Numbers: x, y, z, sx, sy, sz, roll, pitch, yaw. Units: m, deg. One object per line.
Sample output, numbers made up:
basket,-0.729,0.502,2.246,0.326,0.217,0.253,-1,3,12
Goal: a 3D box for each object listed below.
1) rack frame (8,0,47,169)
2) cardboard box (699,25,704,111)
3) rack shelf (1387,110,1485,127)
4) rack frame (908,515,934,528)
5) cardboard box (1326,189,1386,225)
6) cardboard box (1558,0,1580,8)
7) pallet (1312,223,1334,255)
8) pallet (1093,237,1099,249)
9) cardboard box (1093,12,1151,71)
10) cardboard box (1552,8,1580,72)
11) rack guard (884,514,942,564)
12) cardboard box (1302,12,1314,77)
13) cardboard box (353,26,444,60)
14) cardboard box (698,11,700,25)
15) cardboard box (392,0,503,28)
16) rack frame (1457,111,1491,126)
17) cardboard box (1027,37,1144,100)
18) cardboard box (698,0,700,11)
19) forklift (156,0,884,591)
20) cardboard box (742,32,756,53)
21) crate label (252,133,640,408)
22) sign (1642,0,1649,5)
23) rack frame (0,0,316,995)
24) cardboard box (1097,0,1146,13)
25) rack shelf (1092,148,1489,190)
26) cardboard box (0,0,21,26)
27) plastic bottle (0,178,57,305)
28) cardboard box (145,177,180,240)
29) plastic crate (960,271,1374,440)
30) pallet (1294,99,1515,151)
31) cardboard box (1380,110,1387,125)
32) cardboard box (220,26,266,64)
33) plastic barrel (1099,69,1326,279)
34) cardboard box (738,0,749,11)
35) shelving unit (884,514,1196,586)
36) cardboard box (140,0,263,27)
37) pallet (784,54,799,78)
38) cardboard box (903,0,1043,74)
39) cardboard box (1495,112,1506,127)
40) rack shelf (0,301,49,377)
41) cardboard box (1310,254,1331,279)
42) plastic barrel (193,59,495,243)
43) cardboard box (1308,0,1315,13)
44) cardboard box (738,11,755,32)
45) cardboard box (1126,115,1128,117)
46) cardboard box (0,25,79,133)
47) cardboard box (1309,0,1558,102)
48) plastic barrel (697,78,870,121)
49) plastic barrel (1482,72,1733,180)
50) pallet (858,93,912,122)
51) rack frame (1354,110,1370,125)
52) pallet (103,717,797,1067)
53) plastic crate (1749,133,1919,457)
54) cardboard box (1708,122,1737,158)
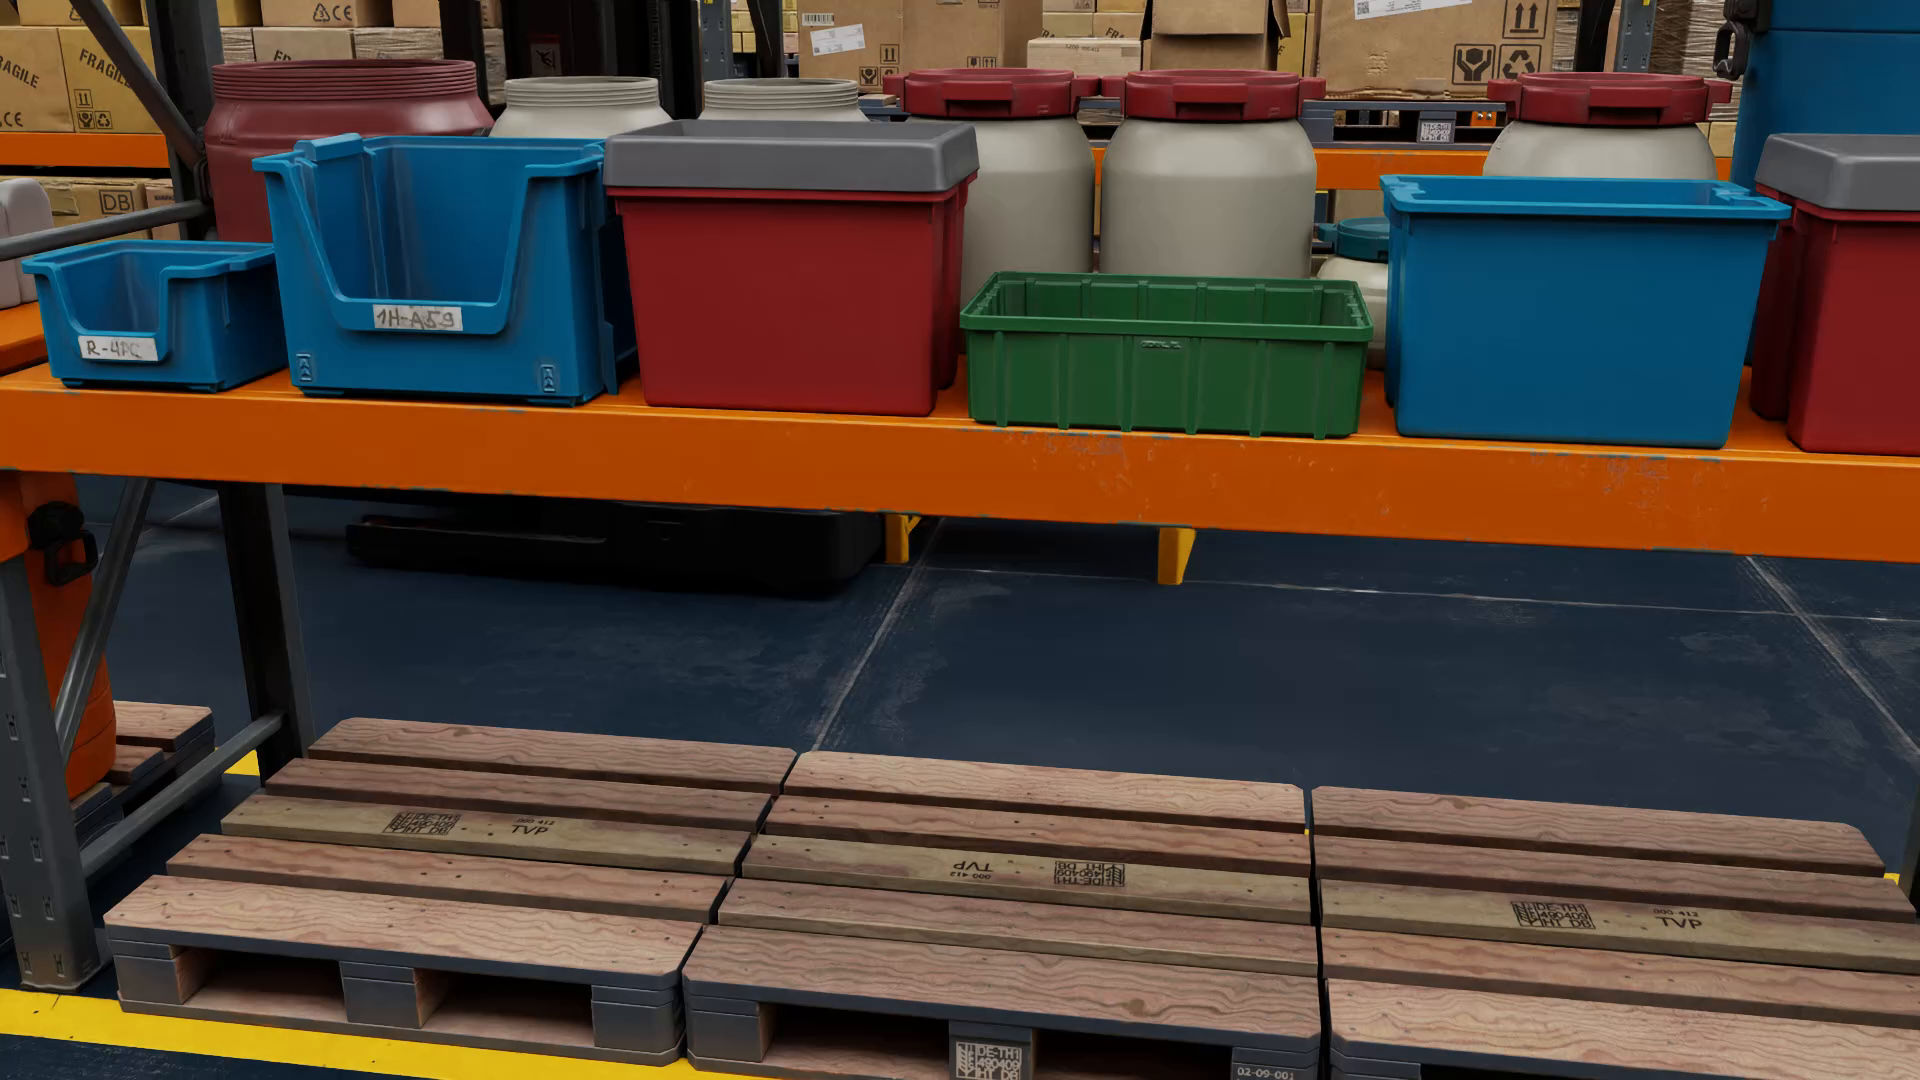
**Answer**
rack frame,-4.990,-2.386,8.708,0.127,3.000,1.000,3,19,9
cardboard box,-1.477,-2.342,8.418,0.500,0.500,0.500,3,19,10
rack shelf,1.821,-3.292,12.548,4.000,0.370,1.077,3,19,9
rack frame,-0.174,-0.715,6.077,0.032,1.500,0.500,4,19,12
cardboard box,3.168,-2.668,12.433,0.750,0.750,1.050,3,19,8
cardboard box,4.154,-4.086,11.850,0.550,0.550,0.875,3,19,9
pallet,3.022,-2.225,12.621,1.213,0.211,1.003,3,19,9
pallet,0.613,-2.348,12.988,1.213,0.211,1.003,3,19,9
cardboard box,1.247,-3.624,12.249,0.500,0.500,0.500,3,19,9
cardboard box,4.162,-3.589,12.065,0.550,0.550,0.875,3,19,9
rack guard,-0.172,-0.122,6.275,0.087,0.250,0.587,4,19,12
cardboard box,2.739,-3.548,12.022,0.500,0.500,0.500,3,19,8
cardboard box,-2.571,-2.232,8.088,0.500,0.500,0.500,2,19,7
cardboard box,-1.988,-3.901,12.501,0.250,0.149,0.380,3,19,10
cardboard box,-2.403,-2.784,8.157,0.637,0.503,0.797,3,19,10
rack frame,3.796,-3.532,12.133,0.127,3.000,1.000,3,19,9
cardboard box,0.578,-2.157,7.596,0.500,0.250,0.500,2,19,7
cardboard box,-1.987,-4.043,12.455,0.250,0.149,0.380,4,19,11
forklift,-1.737,-1.444,5.999,3.031,2.935,1.130,4,19,12
cardboard box,-1.458,-3.734,12.470,0.250,0.149,0.380,3,19,8
crate label,-0.888,-0.515,3.060,0.616,0.435,0.502,3,19,9
sign,2.825,-2.359,6.800,0.005,0.325,0.100,3,19,9
rack frame,-1.826,-0.633,3.468,0.127,3.000,1.000,3,19,9
cardboard box,1.294,-4.179,12.334,0.500,0.500,0.700,3,19,8
rack shelf,0.934,-1.743,7.919,4.000,0.370,1.077,3,19,9
cardboard box,-5.422,-2.916,8.877,0.500,0.500,0.500,3,19,9
plastic bottle,-2.202,-0.697,3.856,0.135,0.276,0.152,3,19,9
cardboard box,-3.472,-1.507,8.767,0.875,0.875,1.225,2,19,7
plastic crate,0.359,-0.331,2.898,0.662,0.188,0.450,3,19,9
pallet,2.177,-1.977,7.786,1.213,0.211,1.003,3,19,9
cardboard box,5.690,-5.411,21.418,0.500,0.250,0.500,3,19,9
cardboard box,-3.585,-2.282,8.238,0.500,0.500,0.500,2,19,7
plastic barrel,0.489,-0.650,3.305,0.433,0.535,0.433,0,18,0
cardboard box,-1.481,-4.016,12.374,0.250,0.149,0.380,3,19,10
shelving unit,0.313,-0.679,5.969,1.083,1.500,0.587,4,19,12
cardboard box,-3.682,-2.842,8.330,0.637,0.503,0.797,3,19,9
pallet,-0.874,-3.645,12.773,1.003,0.211,1.213,3,19,9
cardboard box,0.066,-2.420,7.989,0.500,0.500,0.700,6,19,17
cardboard box,4.405,-2.670,12.244,0.875,0.875,0.875,3,19,9
rack shelf,-3.801,-0.393,3.883,4.000,0.370,1.077,3,19,9
cardboard box,1.838,-1.074,8.033,0.500,0.500,0.700,3,19,8
plastic barrel,-1.320,-0.769,3.661,0.708,0.536,0.600,3,19,9
cardboard box,2.796,-4.102,12.103,0.500,0.500,0.700,3,19,8
cardboard box,-1.485,-3.875,12.423,0.250,0.149,0.380,3,19,9
cardboard box,2.575,-5.852,22.146,0.625,0.625,0.875,4,19,10
cardboard box,-4.575,-2.332,8.389,0.500,0.500,0.500,3,19,9
cardboard box,2.147,-2.551,7.593,1.000,1.000,1.000,3,19,9
plastic barrel,-0.361,-0.680,3.433,0.421,0.512,0.421,0,18,0
plastic barrel,1.214,-0.613,3.194,0.433,0.535,0.433,0,18,0
pallet,-0.320,-2.092,8.129,1.003,0.211,1.213,3,19,9
rack frame,5.265,-6.644,21.431,0.127,3.000,1.000,3,19,9
pallet,-1.067,0.740,3.758,1.213,0.211,1.003,3,19,9
plastic crate,1.597,-0.391,2.643,0.583,0.464,0.402,3,19,9
cardboard box,3.318,-1.743,7.180,0.250,0.149,0.380,3,19,9
